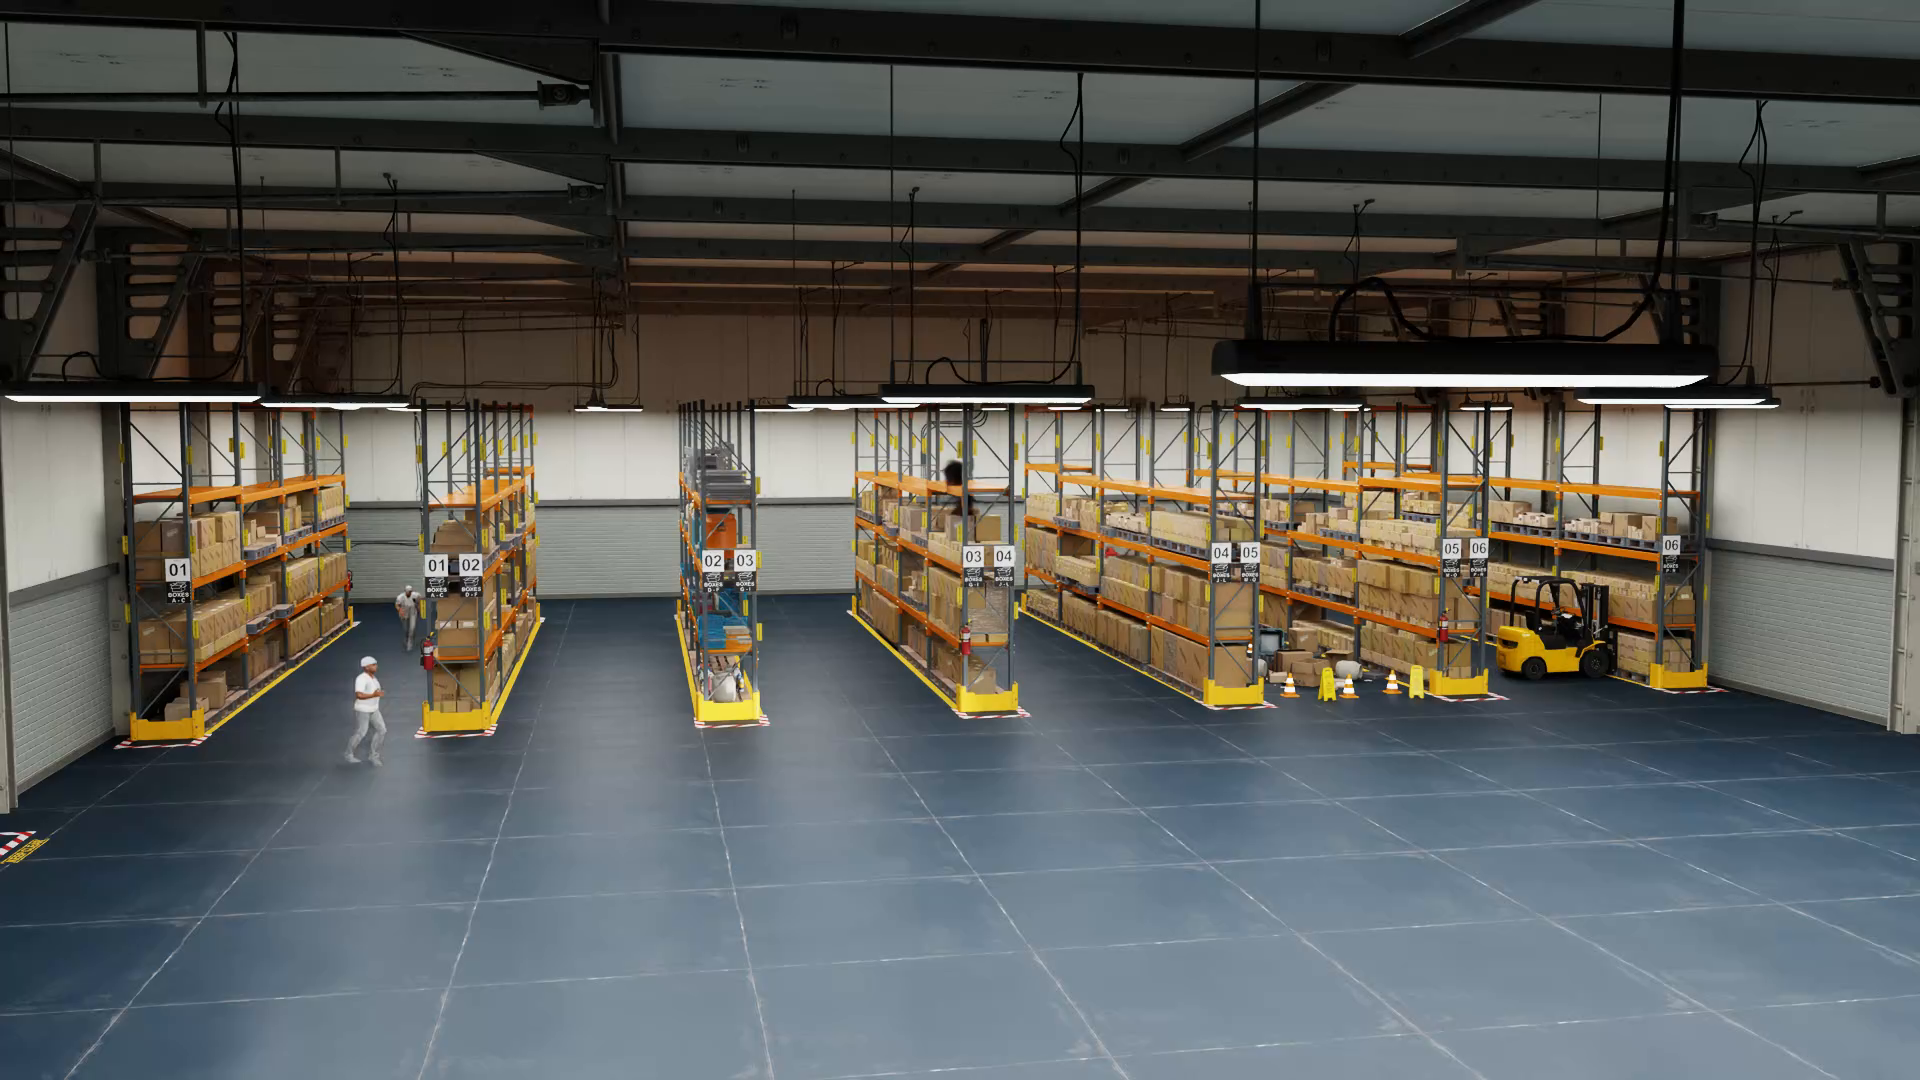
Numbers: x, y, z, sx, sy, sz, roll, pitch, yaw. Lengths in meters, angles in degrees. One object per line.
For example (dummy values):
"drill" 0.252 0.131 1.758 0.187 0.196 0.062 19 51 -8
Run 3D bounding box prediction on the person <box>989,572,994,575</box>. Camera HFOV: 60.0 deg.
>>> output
"person" 1.022 1.109 49.525 0.640 1.785 0.692 1 4 10

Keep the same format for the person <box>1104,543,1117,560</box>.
"person" 4.694 0.932 52.079 0.774 1.792 0.652 -3 5 -32

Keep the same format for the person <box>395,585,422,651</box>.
"person" -13.478 1.887 40.643 0.627 1.629 1.004 -2 5 -25

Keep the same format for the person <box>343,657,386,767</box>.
"person" -9.654 2.812 27.093 0.751 1.830 0.680 1 4 12
